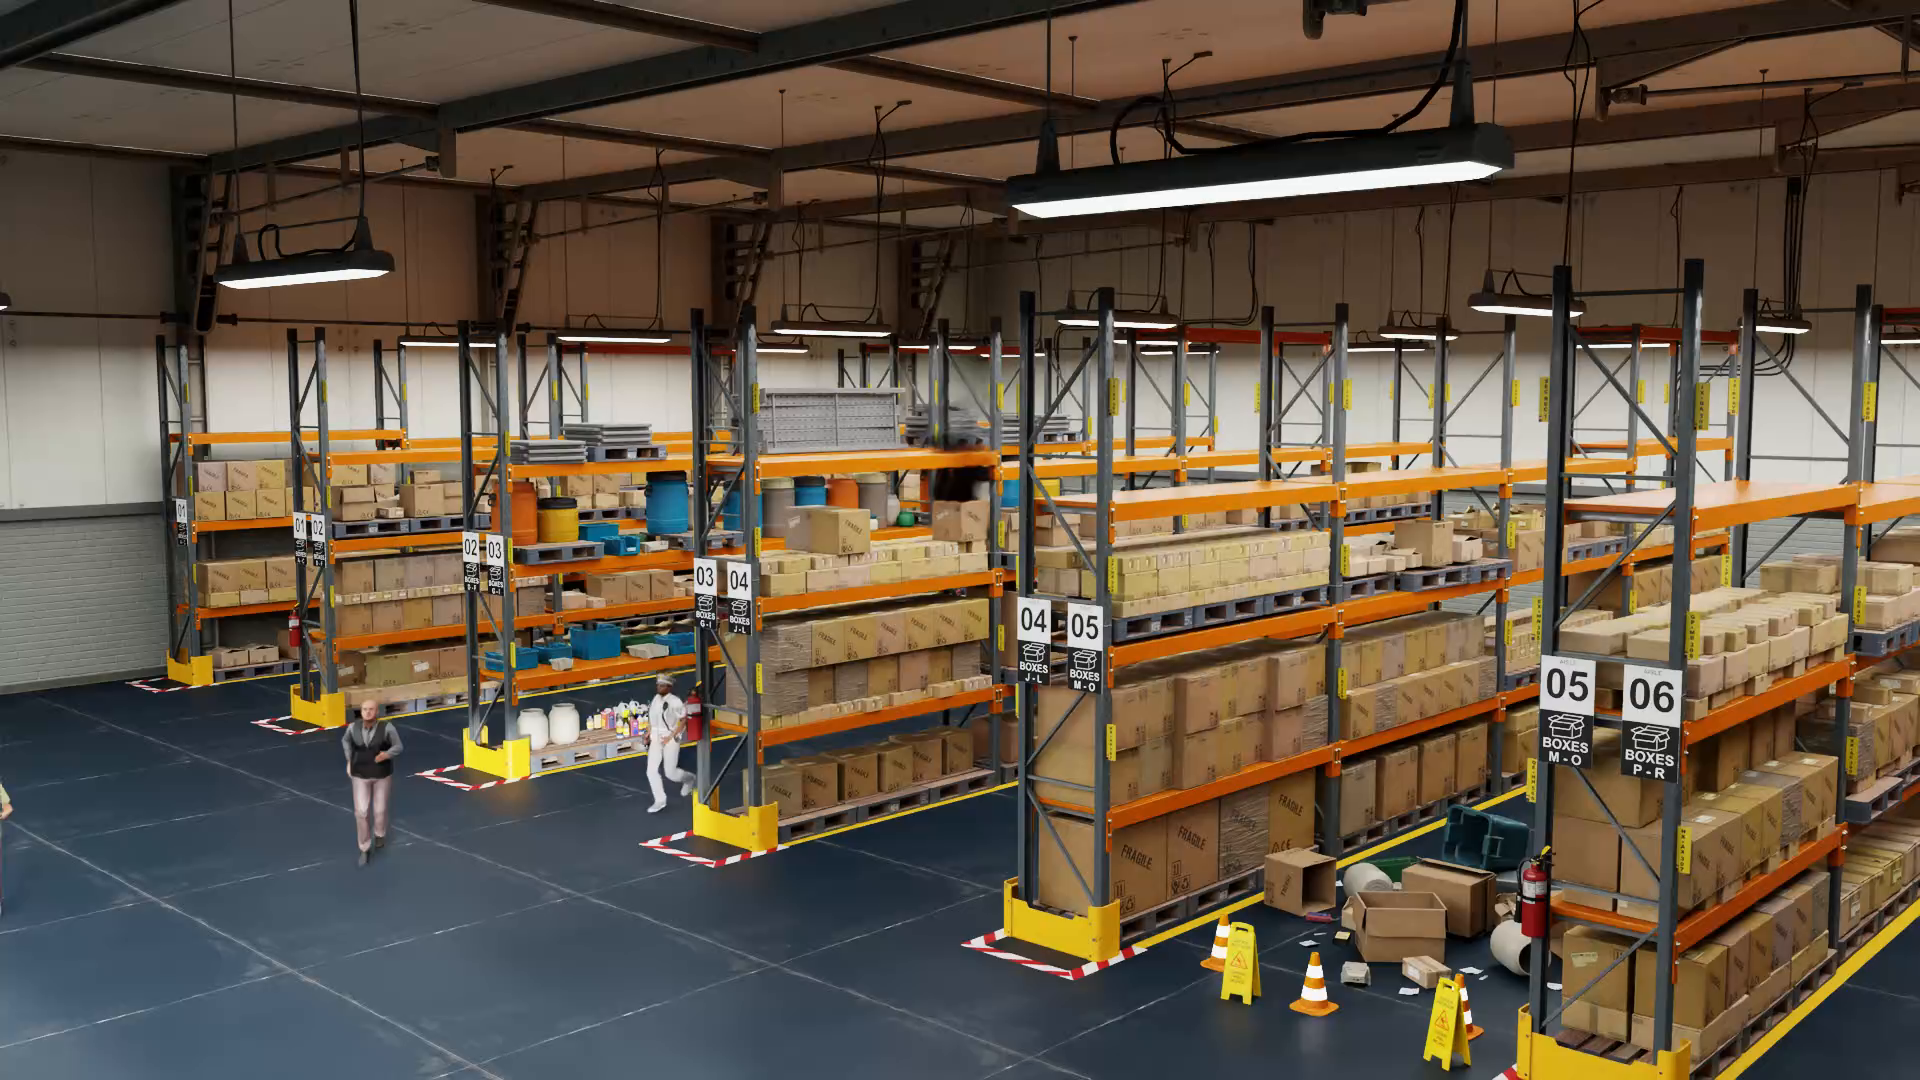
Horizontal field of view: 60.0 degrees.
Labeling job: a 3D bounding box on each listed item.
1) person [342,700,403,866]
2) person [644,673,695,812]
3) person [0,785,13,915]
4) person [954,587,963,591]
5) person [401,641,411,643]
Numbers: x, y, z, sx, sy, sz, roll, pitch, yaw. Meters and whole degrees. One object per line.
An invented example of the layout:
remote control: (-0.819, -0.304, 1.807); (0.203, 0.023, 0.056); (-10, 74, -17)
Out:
person: (-6.395, 2.618, 18.135); (0.642, 1.782, 0.783); (-2, 6, -17)
person: (-3.558, 2.430, 20.291); (0.611, 1.663, 0.723); (3, 6, 30)
person: (-9.246, 2.861, 15.684); (0.580, 1.676, 0.831); (-2, 6, -22)
person: (0.117, 1.209, 33.167); (0.675, 1.800, 0.774); (4, 7, 36)
person: (-9.394, 1.750, 28.291); (0.538, 1.545, 0.505); (4, 6, 34)
